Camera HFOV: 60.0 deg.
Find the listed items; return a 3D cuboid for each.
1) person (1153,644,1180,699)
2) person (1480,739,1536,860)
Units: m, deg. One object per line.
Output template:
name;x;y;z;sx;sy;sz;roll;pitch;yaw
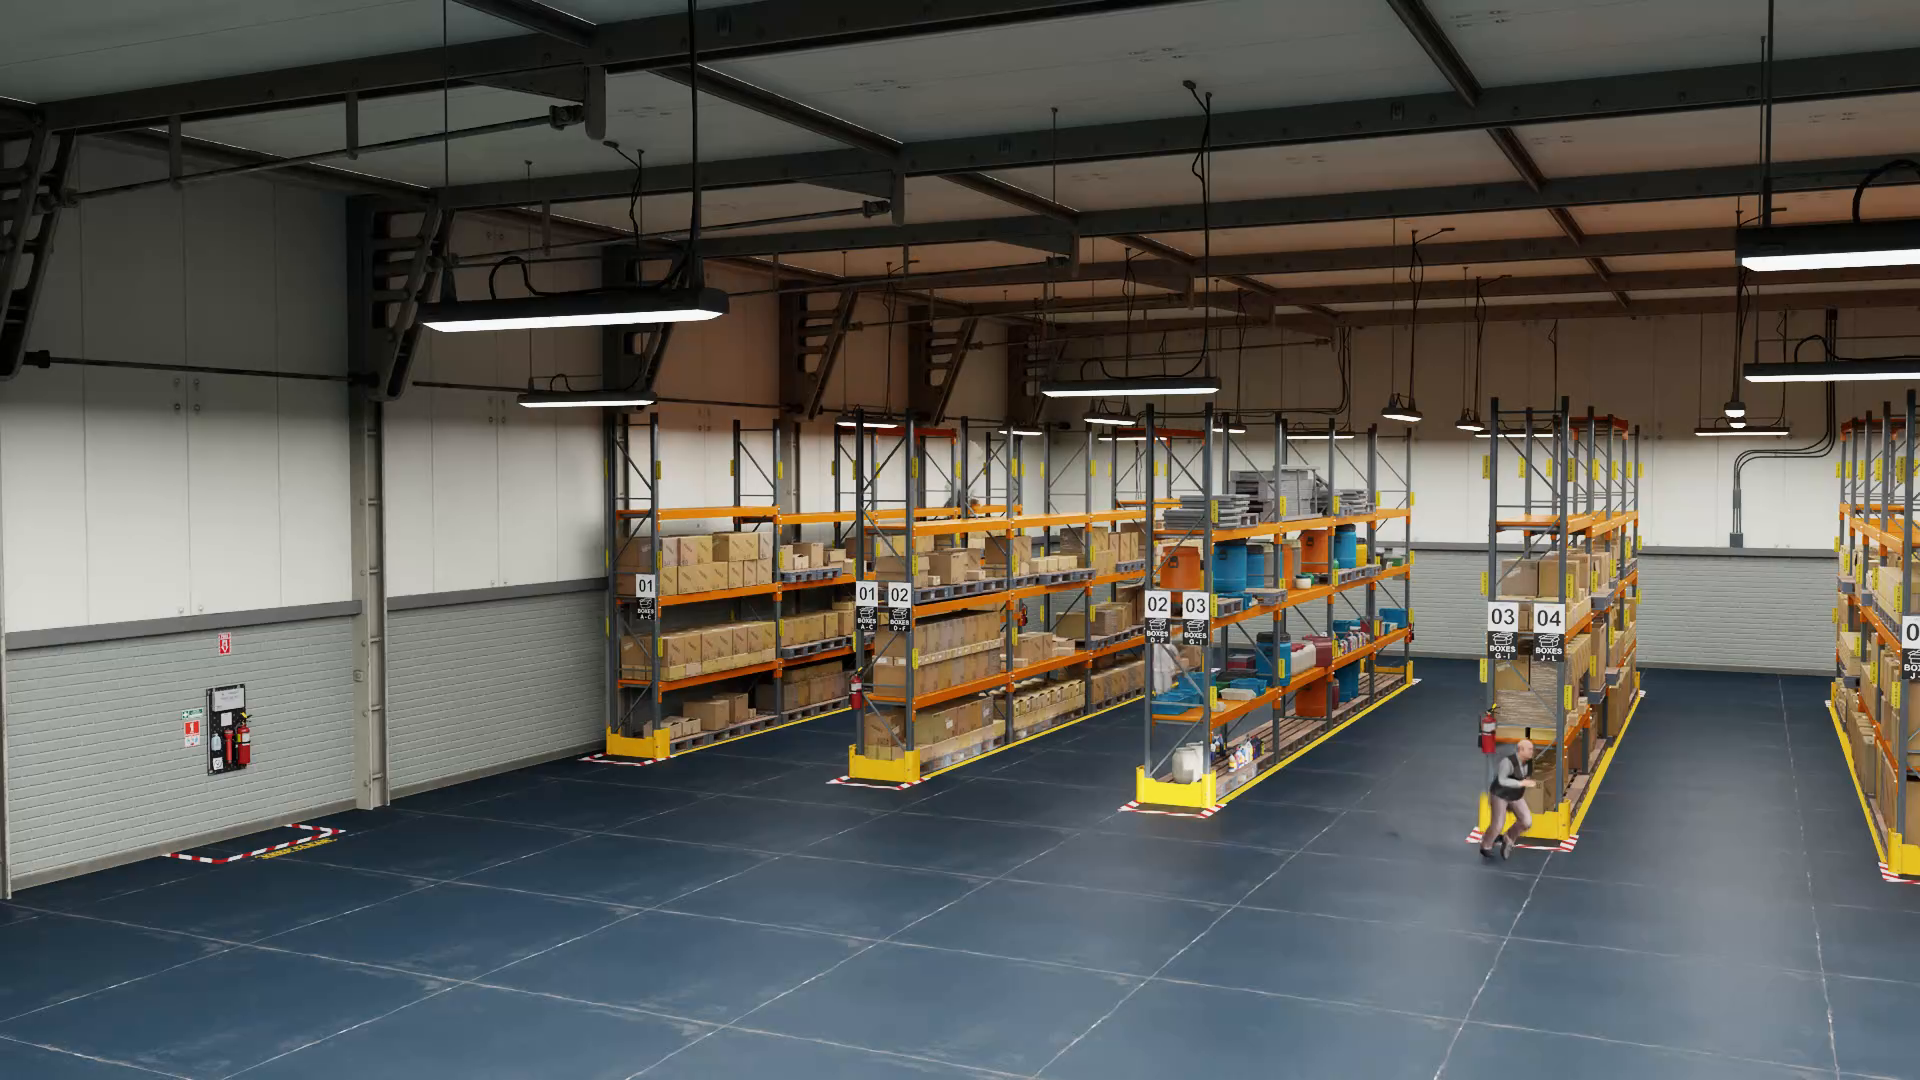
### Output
person;4.148;2.708;33.915;0.652;1.756;0.611;1;3;23
person;7.046;3.297;21.190;0.687;1.593;0.925;-1;3;-27
